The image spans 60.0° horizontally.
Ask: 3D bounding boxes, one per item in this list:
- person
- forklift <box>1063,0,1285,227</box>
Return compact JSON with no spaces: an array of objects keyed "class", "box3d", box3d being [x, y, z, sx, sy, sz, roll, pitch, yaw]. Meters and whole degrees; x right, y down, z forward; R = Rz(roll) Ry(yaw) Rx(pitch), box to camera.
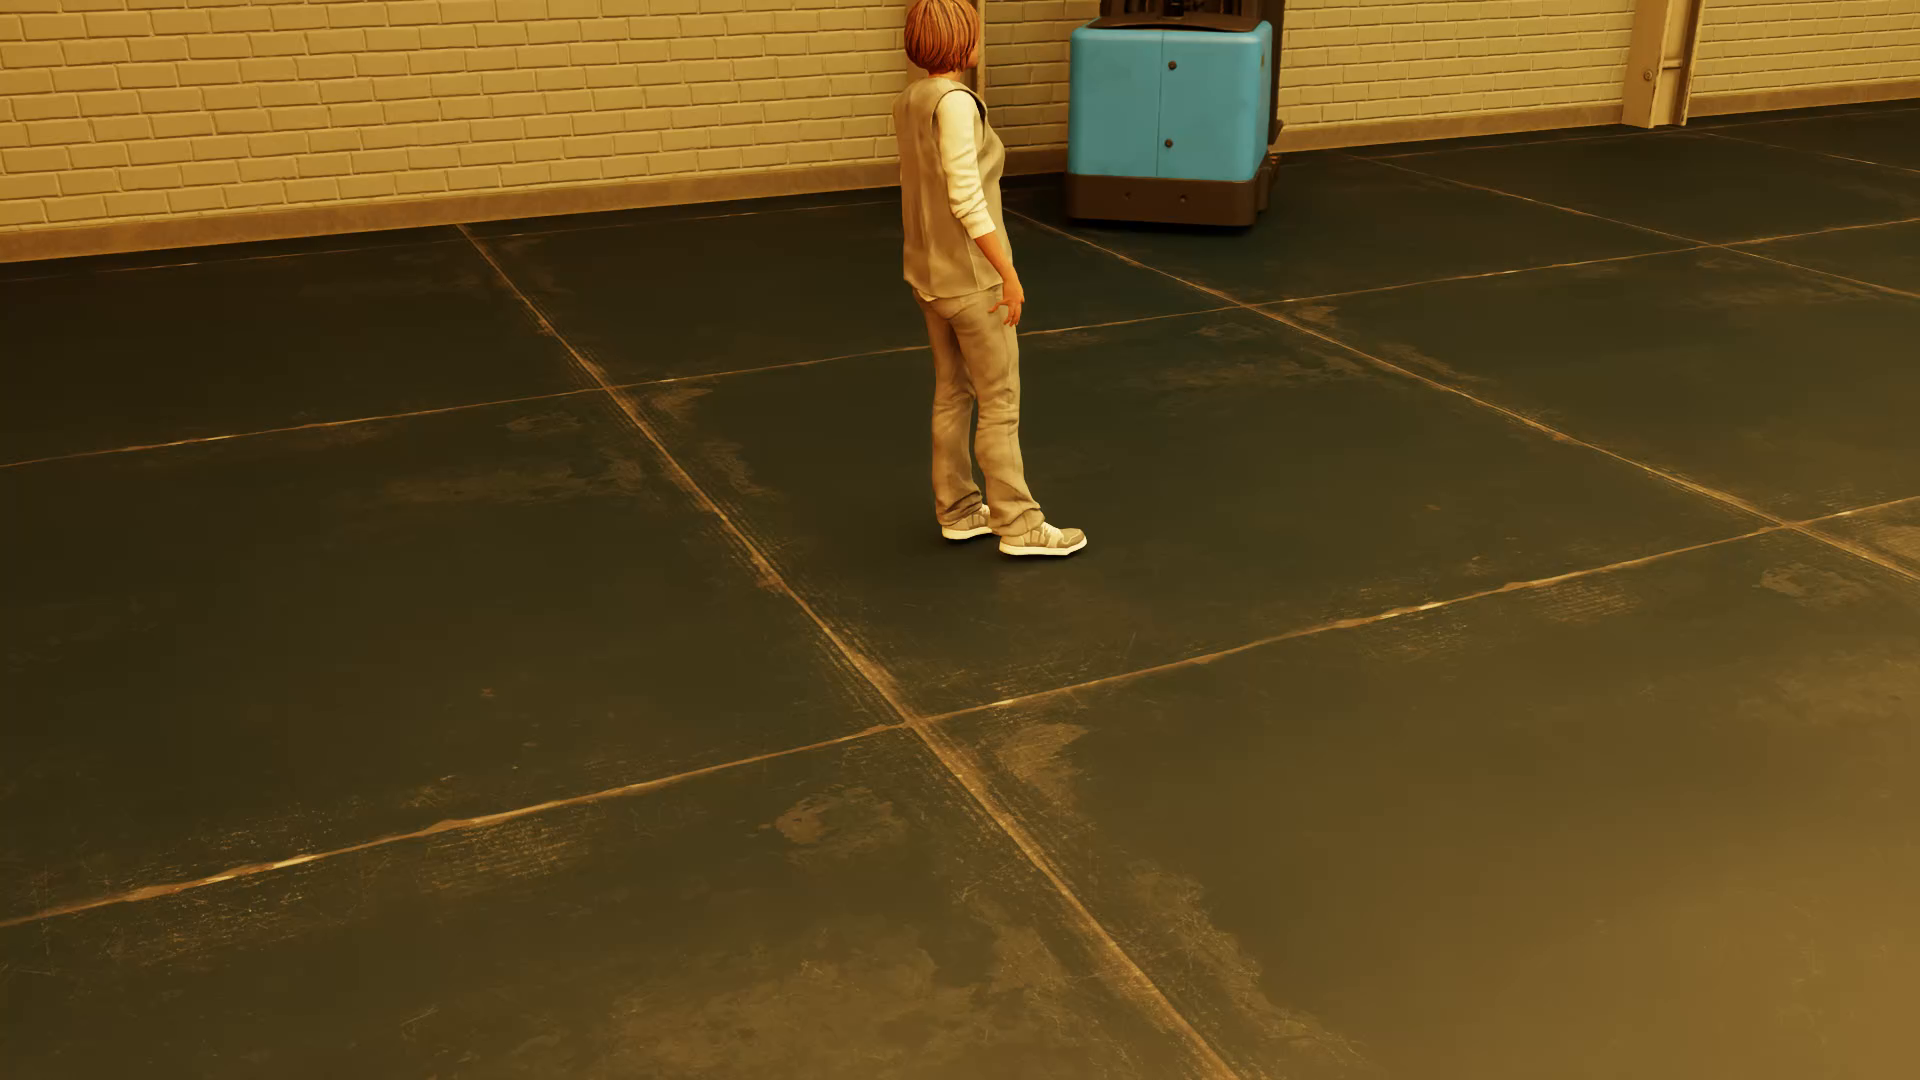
[{"class":"person","box3d":[0.073,-0.751,4.814,0.475,1.597,0.520,-10,25,-23]},{"class":"forklift","box3d":[1.432,-3.590,9.927,1.130,2.935,3.031,5,23,13]}]
